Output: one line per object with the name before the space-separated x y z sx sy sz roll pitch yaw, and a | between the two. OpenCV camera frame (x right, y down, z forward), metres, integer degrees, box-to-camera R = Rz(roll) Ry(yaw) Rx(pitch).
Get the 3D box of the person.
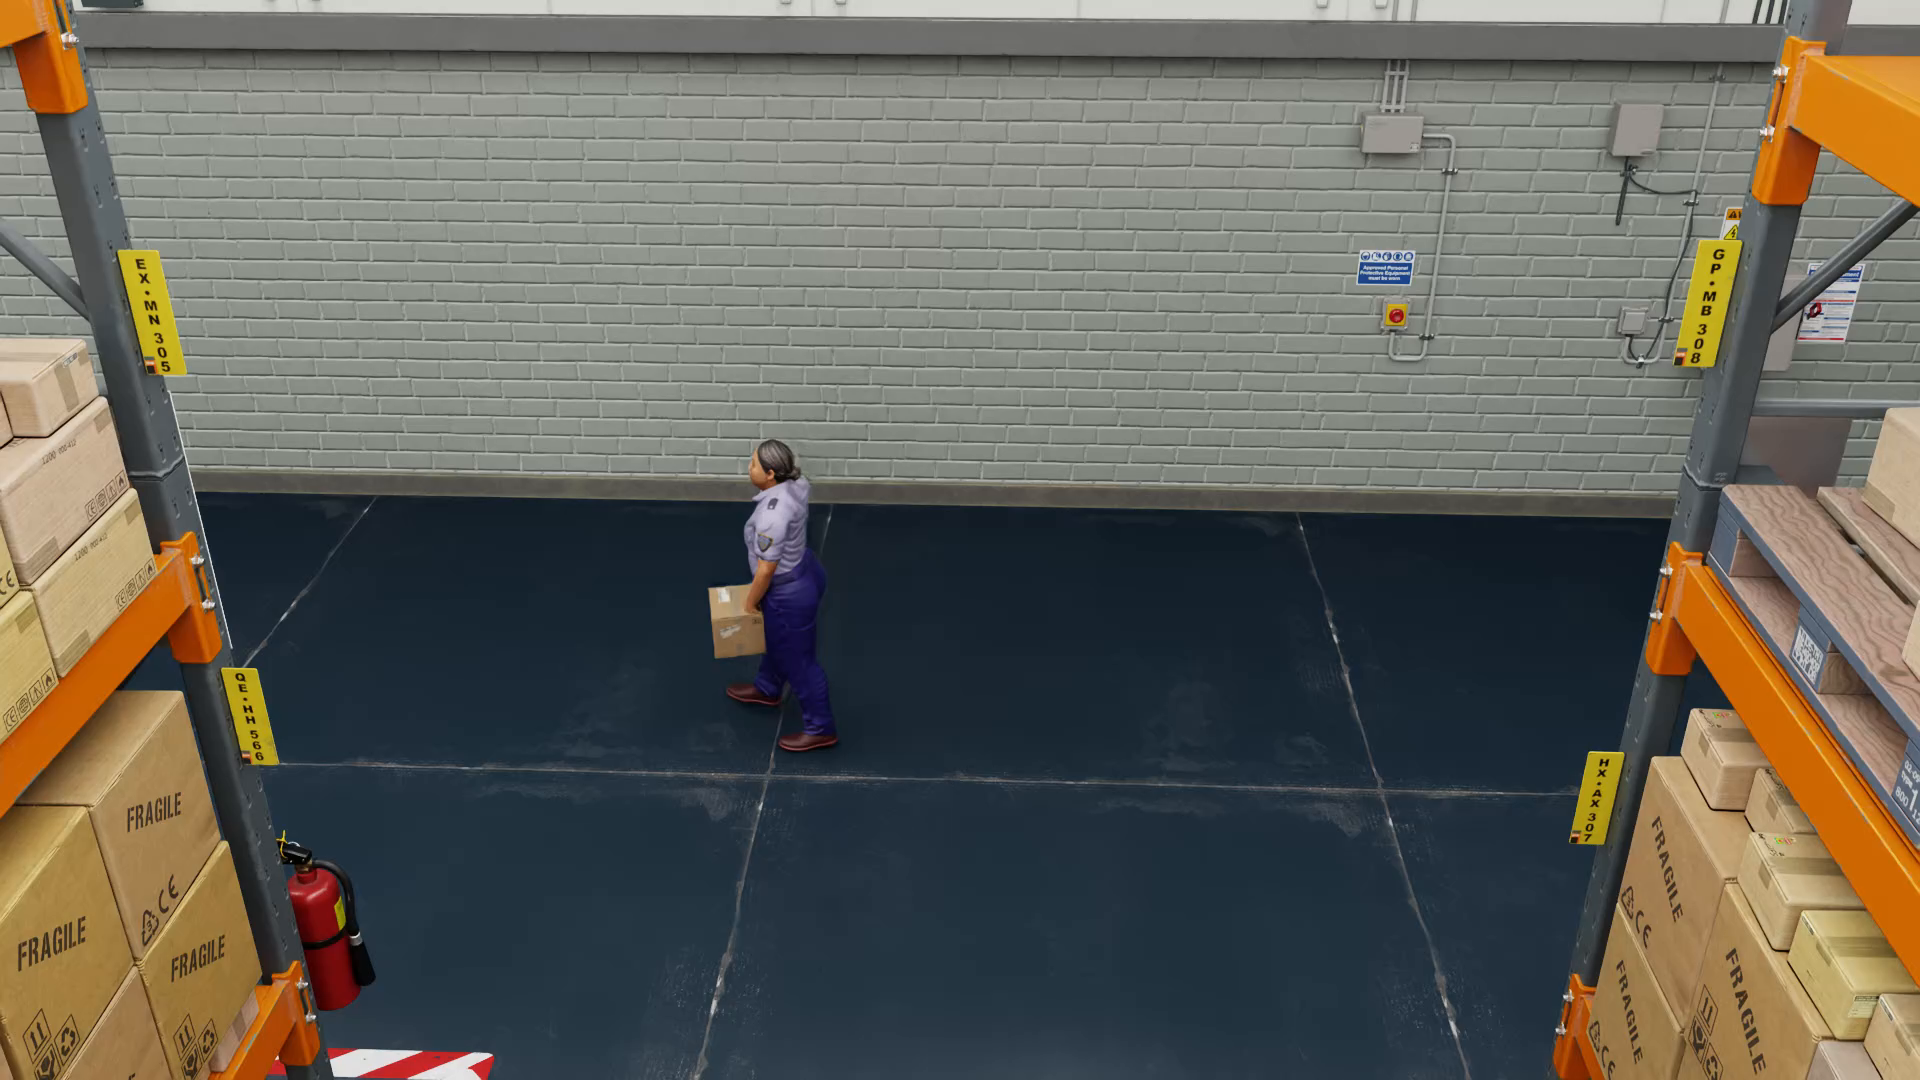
person | -0.934 0.255 8.172 0.668 1.618 0.552 5 28 9
